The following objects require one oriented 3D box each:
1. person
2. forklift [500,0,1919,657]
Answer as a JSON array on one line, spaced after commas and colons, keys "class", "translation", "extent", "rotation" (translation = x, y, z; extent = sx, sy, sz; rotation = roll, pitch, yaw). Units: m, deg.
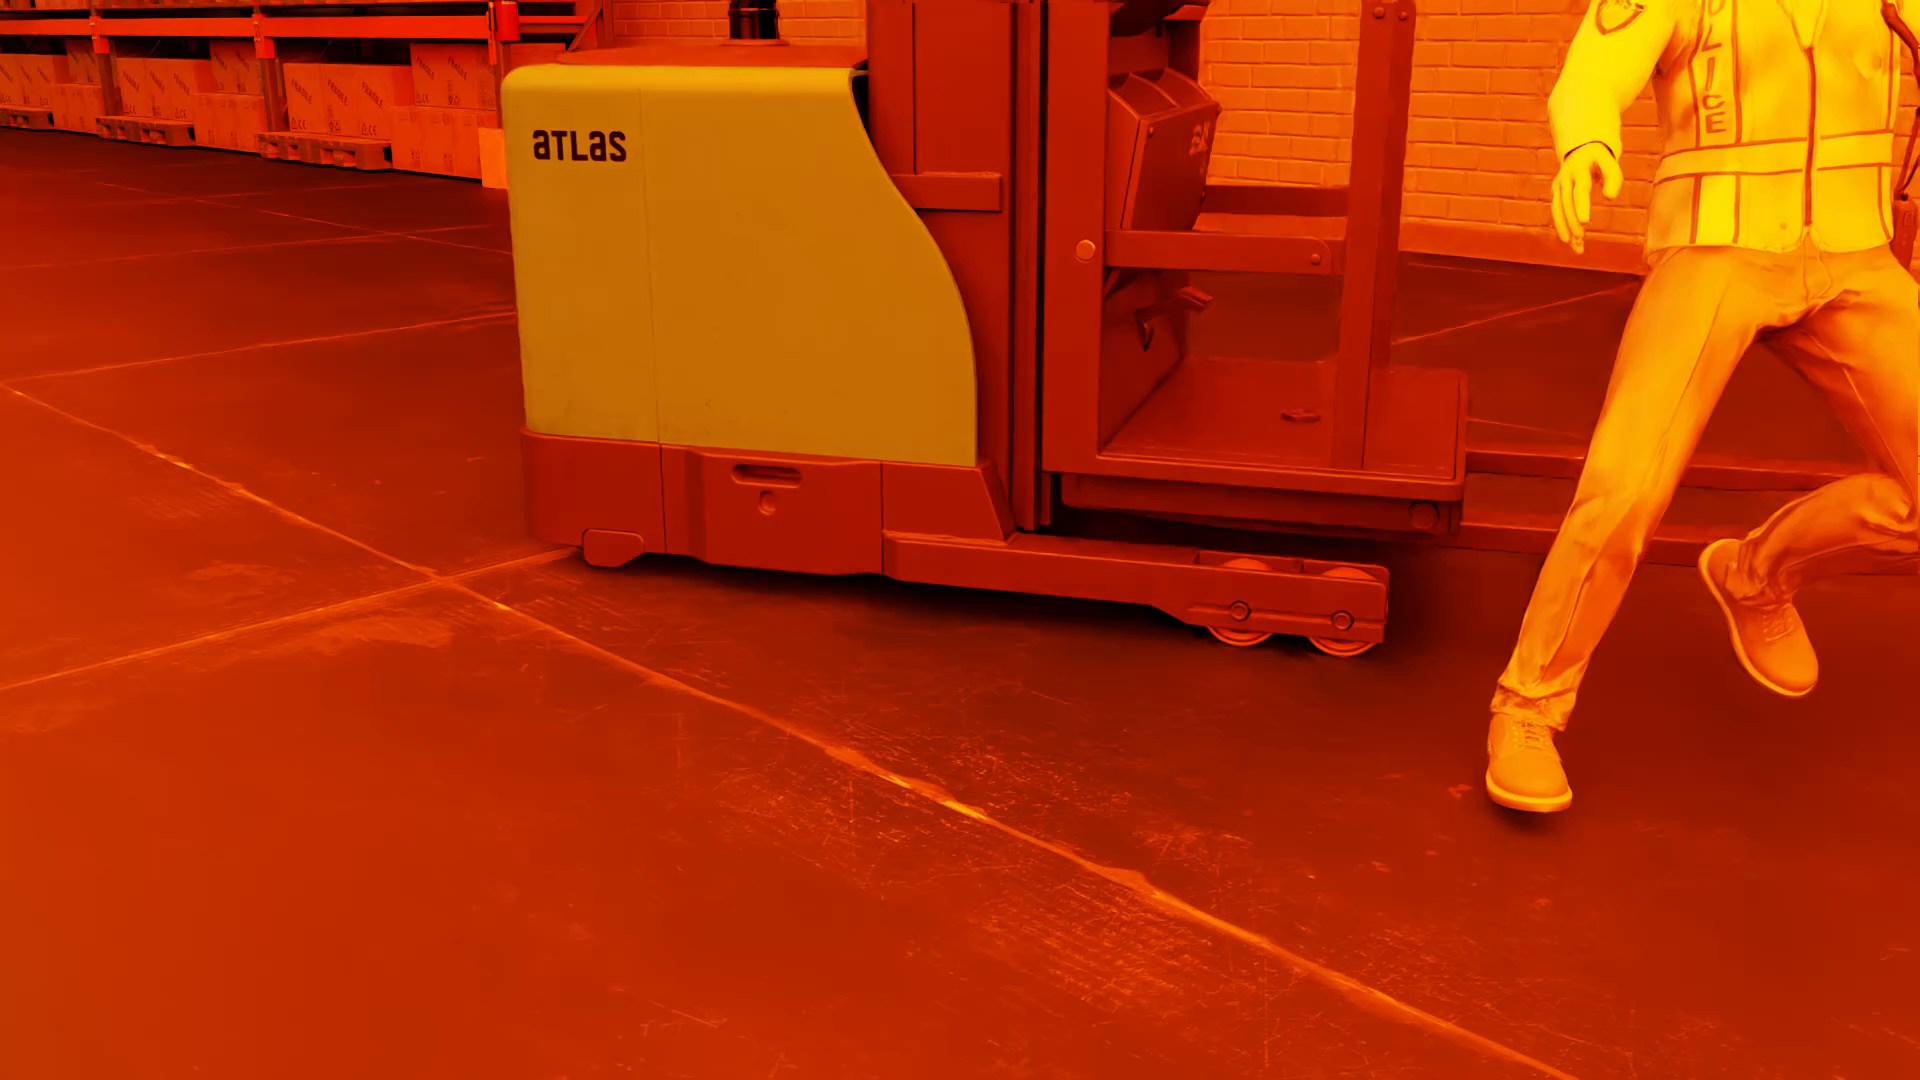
[{"class": "person", "translation": [1.154, -0.396, 2.422], "extent": [0.776, 1.551, 0.675], "rotation": [0, 17, 2]}, {"class": "forklift", "translation": [0.610, -1.353, 3.309], "extent": [3.031, 2.935, 1.130], "rotation": [5, 18, 16]}]
